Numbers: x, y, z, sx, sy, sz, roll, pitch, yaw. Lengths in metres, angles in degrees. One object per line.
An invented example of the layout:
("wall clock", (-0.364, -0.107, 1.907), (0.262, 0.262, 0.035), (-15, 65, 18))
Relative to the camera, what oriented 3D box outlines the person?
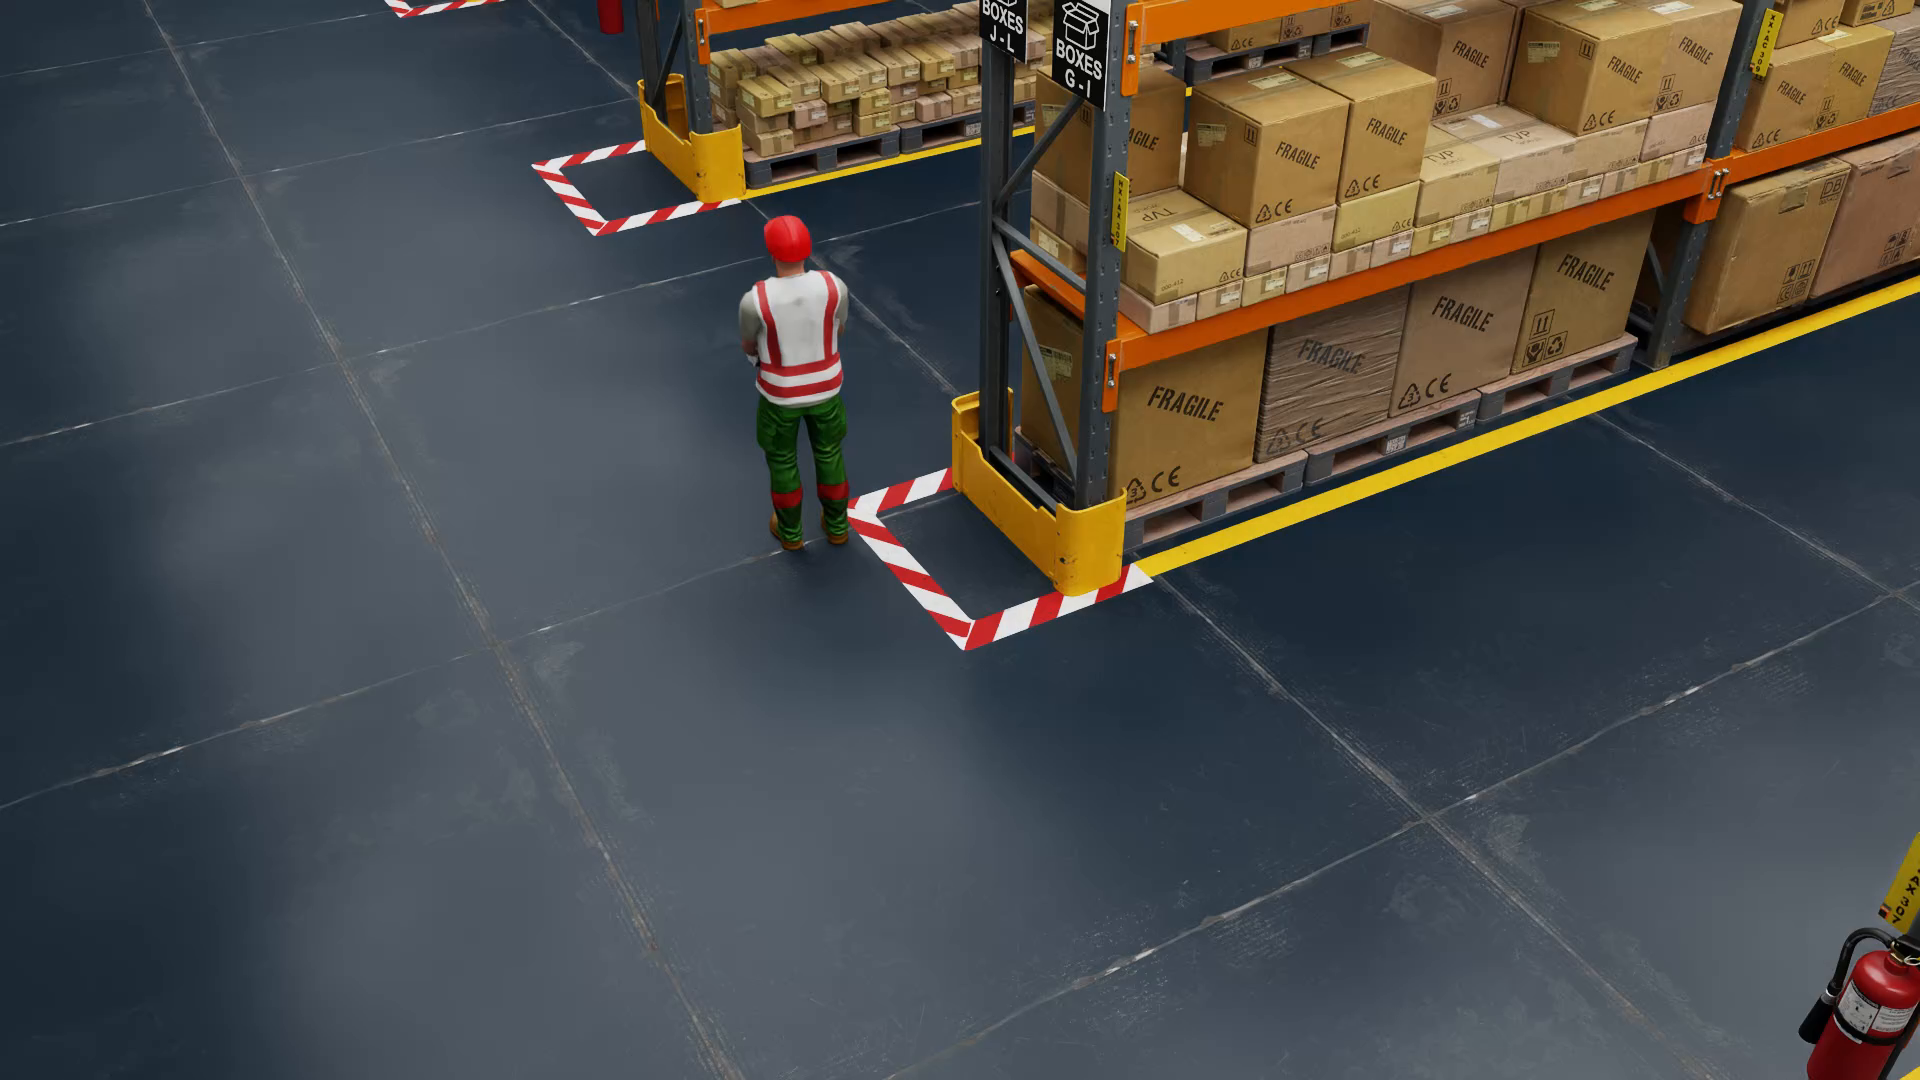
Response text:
("person", (-0.796, -0.773, 7.952), (0.519, 1.793, 0.547), (-12, 38, -15))
